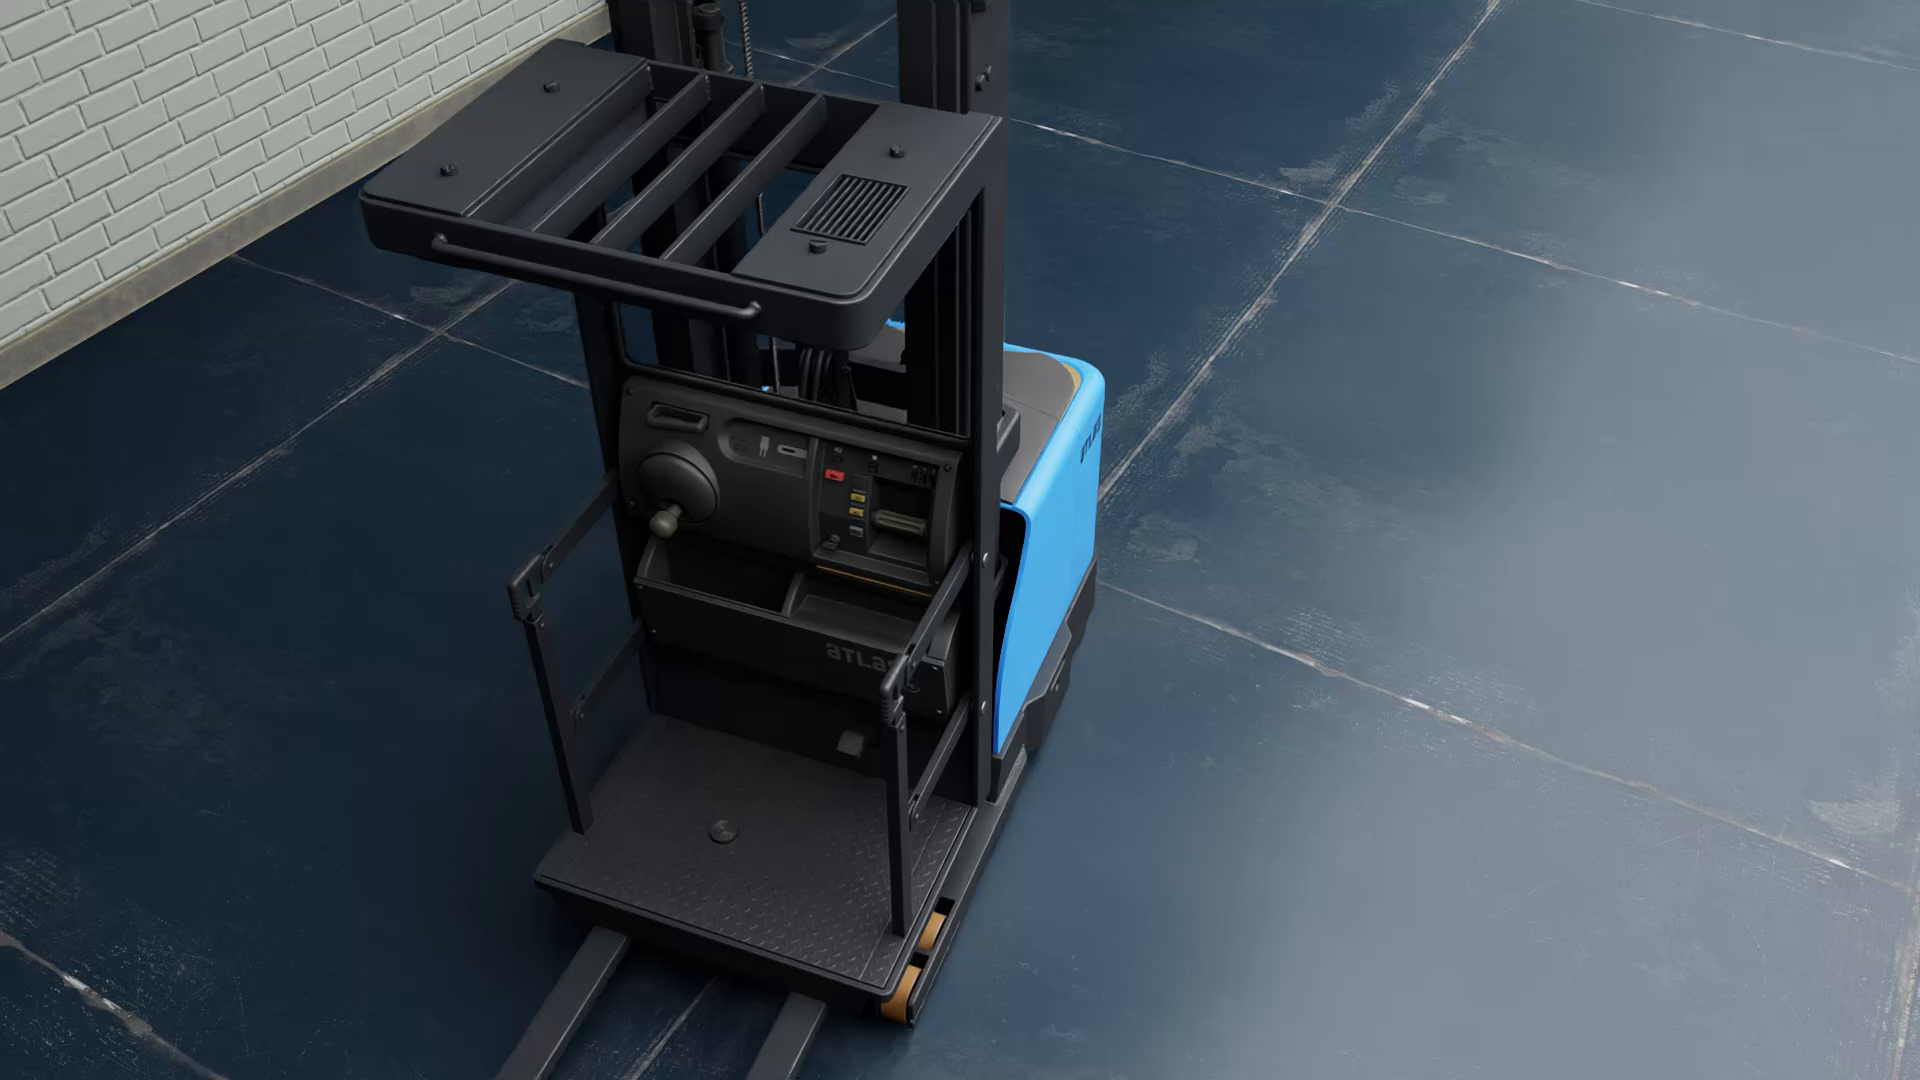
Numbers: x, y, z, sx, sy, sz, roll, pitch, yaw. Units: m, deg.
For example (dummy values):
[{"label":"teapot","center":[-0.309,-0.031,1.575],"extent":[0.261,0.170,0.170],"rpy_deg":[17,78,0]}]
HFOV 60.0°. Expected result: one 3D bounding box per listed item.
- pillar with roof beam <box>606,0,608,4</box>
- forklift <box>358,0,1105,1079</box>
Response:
[{"label":"pillar with roof beam","center":[1.931,-4.969,5.083],"extent":[9.100,9.000,0.400],"rpy_deg":[21,45,22]},{"label":"forklift","center":[-0.524,-0.056,4.096],"extent":[1.130,2.935,3.031],"rpy_deg":[14,43,15]}]
